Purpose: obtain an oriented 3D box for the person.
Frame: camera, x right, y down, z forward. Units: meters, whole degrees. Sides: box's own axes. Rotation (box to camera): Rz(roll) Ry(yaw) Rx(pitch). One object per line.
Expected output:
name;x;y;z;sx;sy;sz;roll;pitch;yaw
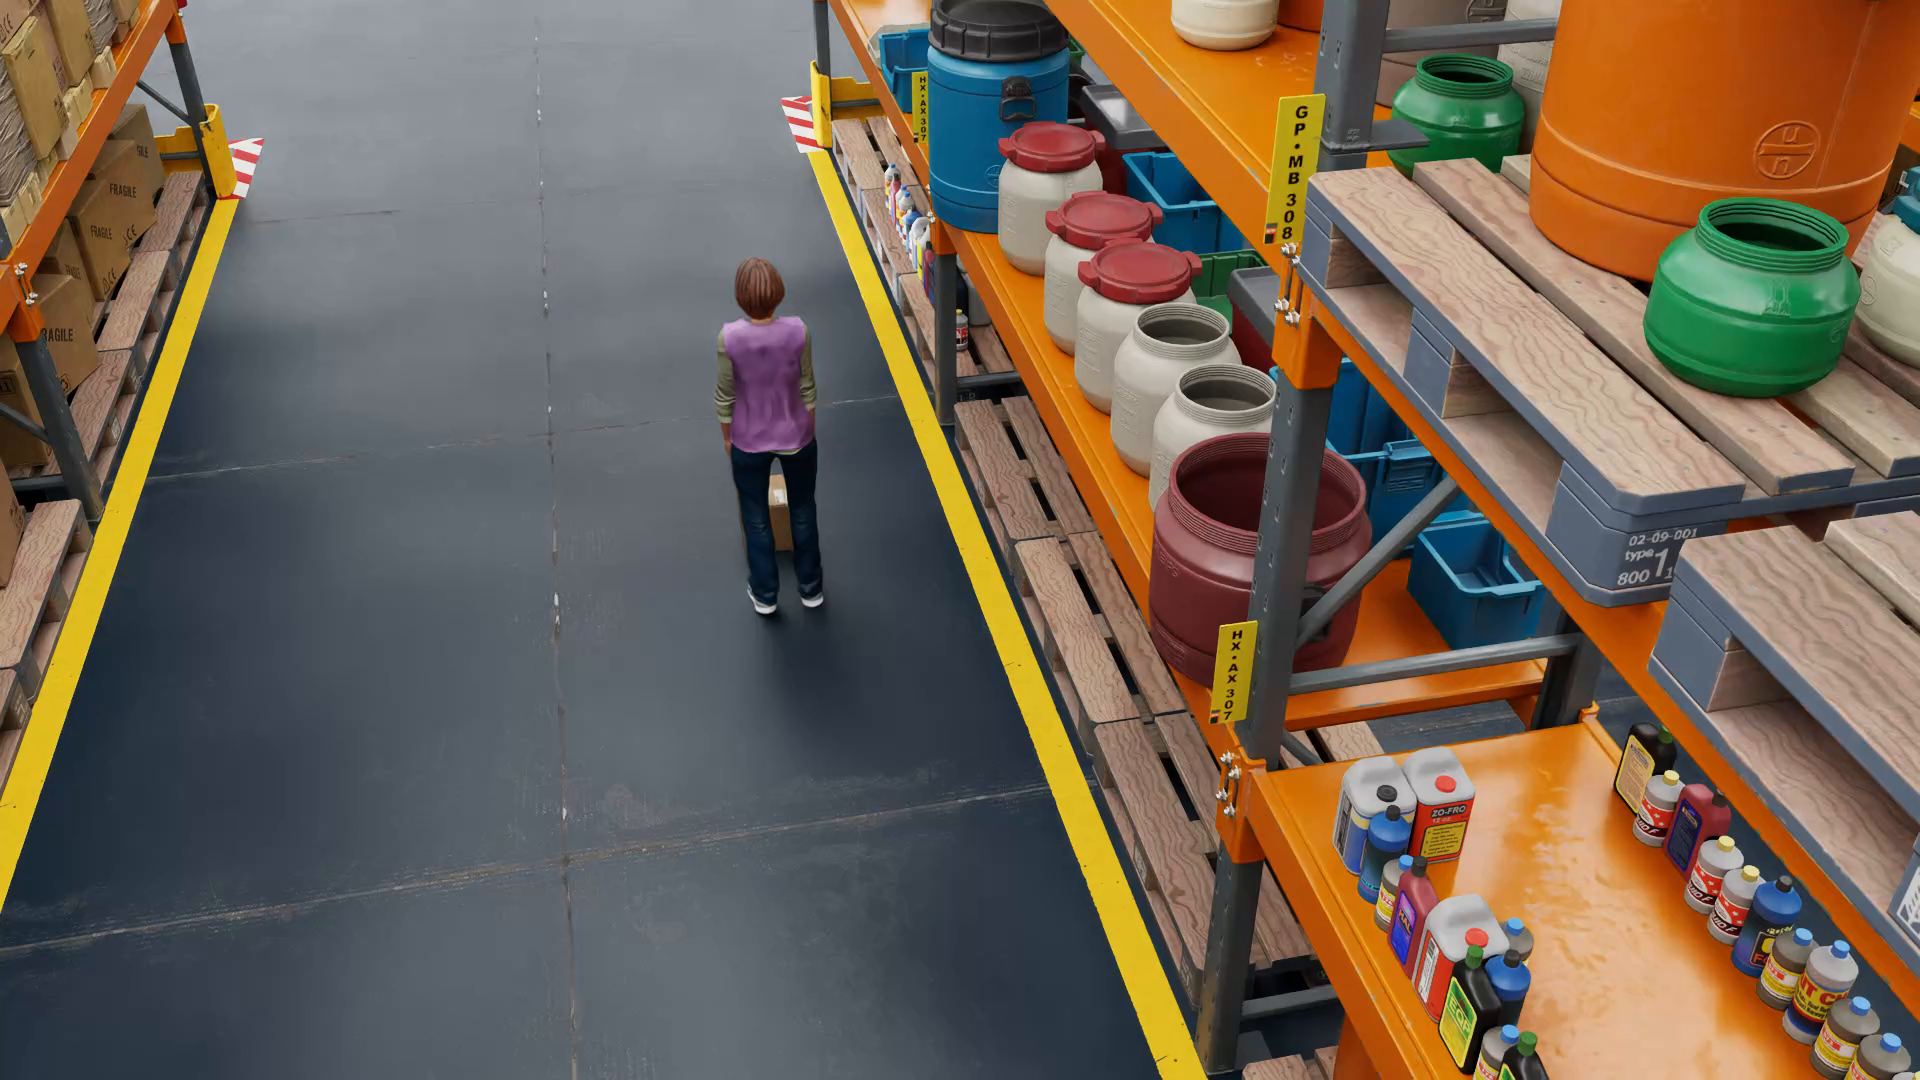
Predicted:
person;-0.774;-0.403;6.740;0.407;1.592;0.304;-7;35;-9
